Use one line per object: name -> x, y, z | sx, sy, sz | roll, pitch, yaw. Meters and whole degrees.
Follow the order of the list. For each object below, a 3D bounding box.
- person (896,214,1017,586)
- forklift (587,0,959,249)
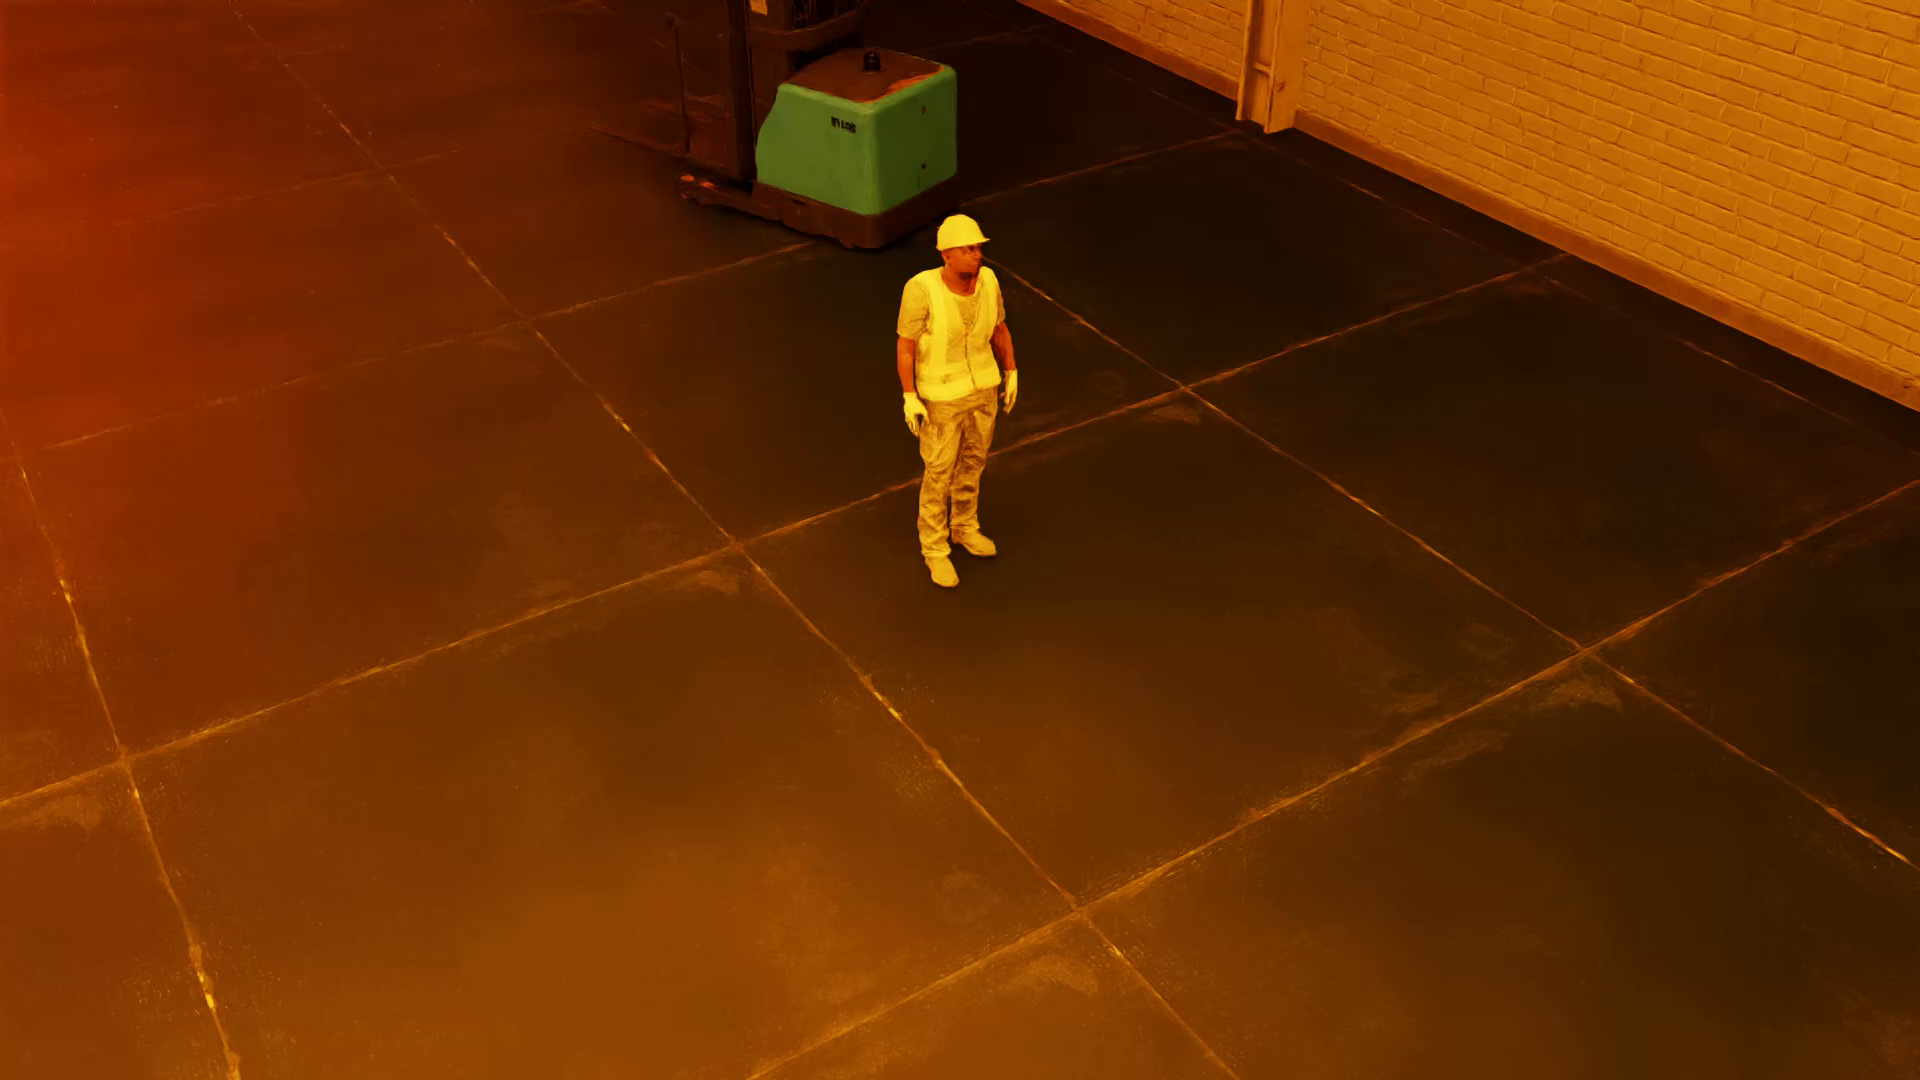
person -> 0.033, -0.698, 8.127 | 0.655, 1.782, 0.576 | -21, 40, -27
forklift -> -1.489, -3.878, 11.667 | 3.031, 2.935, 1.130 | 23, 41, 29
